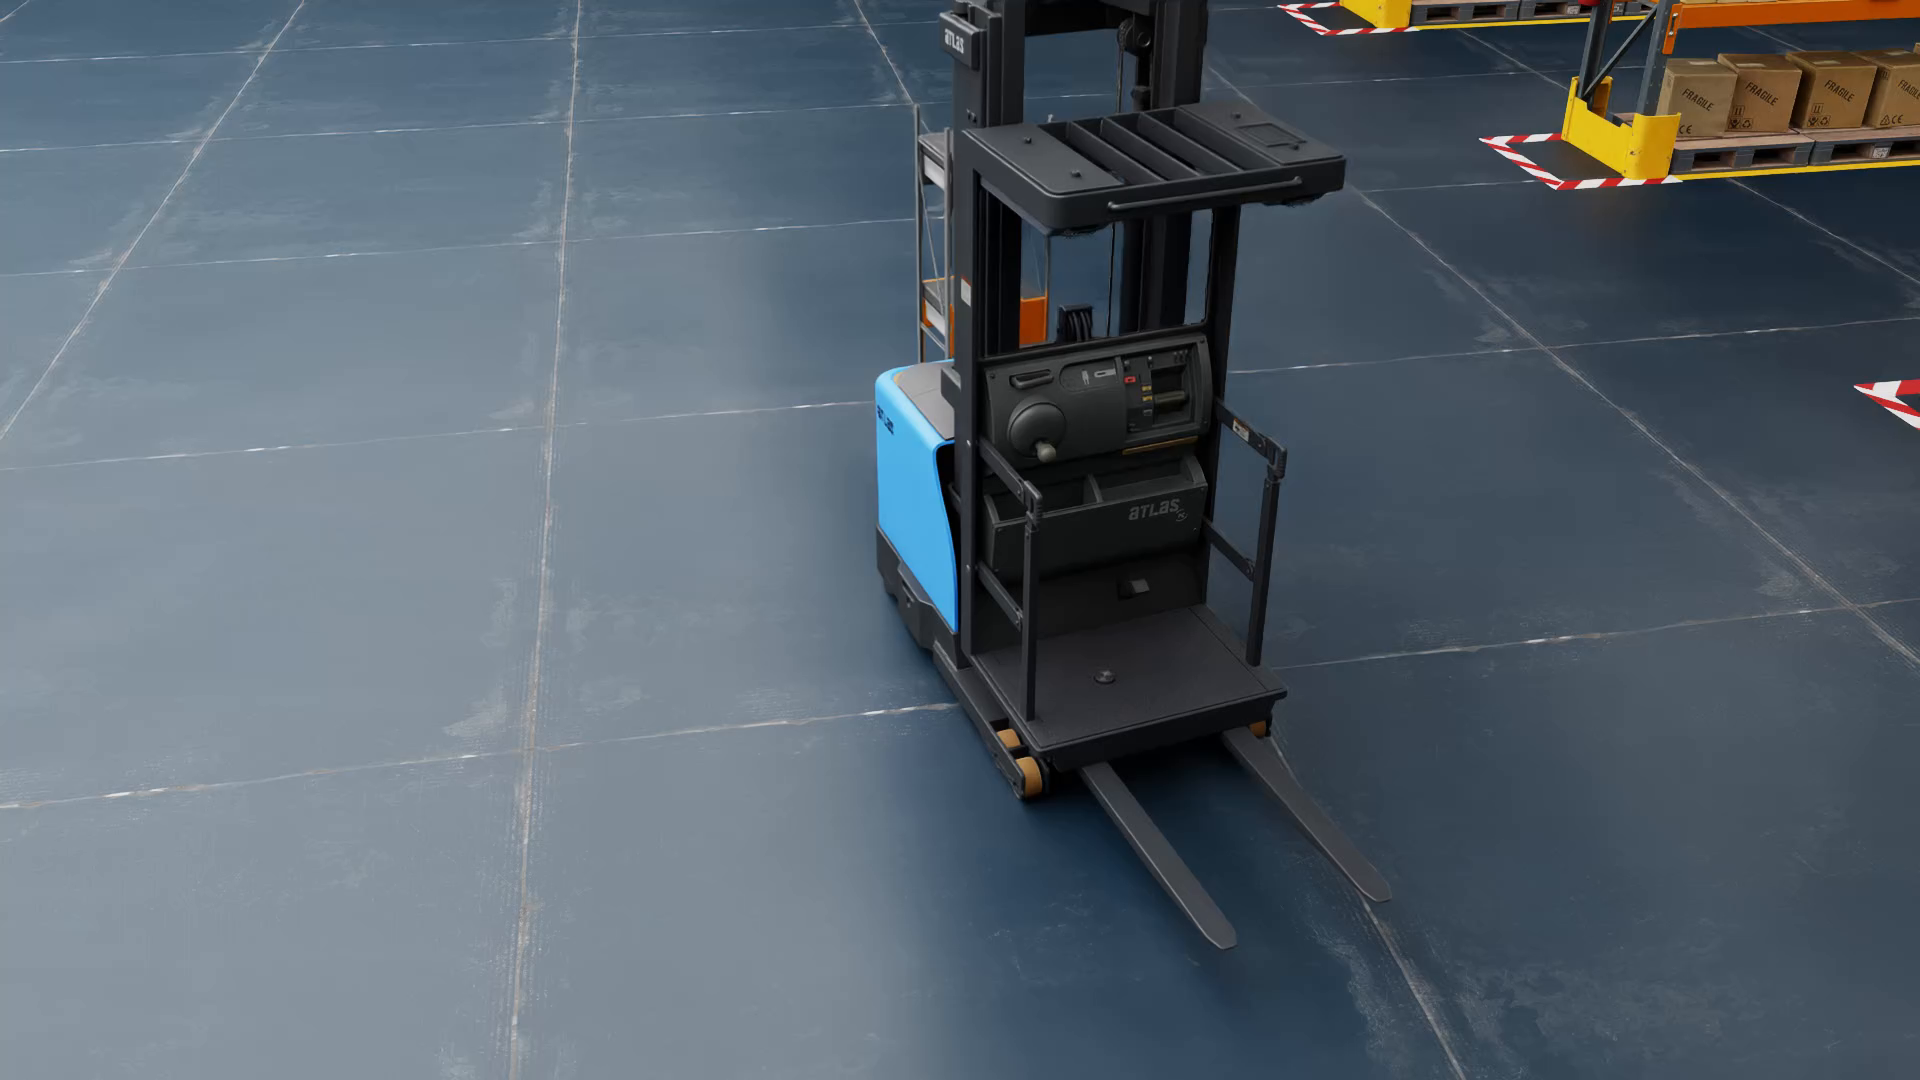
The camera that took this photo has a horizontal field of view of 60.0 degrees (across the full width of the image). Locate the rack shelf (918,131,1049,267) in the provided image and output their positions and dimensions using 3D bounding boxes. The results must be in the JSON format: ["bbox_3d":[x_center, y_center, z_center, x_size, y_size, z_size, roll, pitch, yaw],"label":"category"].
[{"bbox_3d":[0.104,-1.580,7.511,0.480,0.518,0.431,-11,32,-18],"label":"rack shelf"}]

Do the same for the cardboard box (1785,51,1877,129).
[{"bbox_3d":[7.069,-3.687,13.614,0.500,0.500,0.500,-3,31,-4],"label":"cardboard box"}]

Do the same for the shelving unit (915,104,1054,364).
[{"bbox_3d":[0.104,-0.988,7.859,0.503,2.100,0.431,-11,32,-18],"label":"shelving unit"}]

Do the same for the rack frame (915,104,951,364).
[{"bbox_3d":[-0.122,-0.943,7.782,0.015,2.100,0.400,-11,32,-18],"label":"rack frame"}]

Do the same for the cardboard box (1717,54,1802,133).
[{"bbox_3d":[6.450,-3.640,13.532,0.500,0.500,0.500,2,31,4],"label":"cardboard box"}]

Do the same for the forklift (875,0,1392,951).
[{"bbox_3d":[0.620,-0.490,6.192,1.130,2.935,3.031,-11,32,-19],"label":"forklift"}]

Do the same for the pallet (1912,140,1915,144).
[{"bbox_3d":[8.531,-3.500,13.994,1.213,0.211,1.003,-5,31,-9],"label":"pallet"}]

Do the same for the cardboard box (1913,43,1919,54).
[{"bbox_3d":[8.223,-3.812,13.825,0.500,0.500,0.500,4,31,7],"label":"cardboard box"}]

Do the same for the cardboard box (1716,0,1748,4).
[{"bbox_3d":[5.824,-4.228,12.729,0.250,0.149,0.380,-5,31,-9],"label":"cardboard box"}]

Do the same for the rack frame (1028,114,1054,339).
[{"bbox_3d":[0.331,-1.034,7.936,0.015,2.100,0.400,-11,32,-18],"label":"rack frame"}]

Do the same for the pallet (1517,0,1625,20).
[{"bbox_3d":[6.423,-5.895,18.067,1.213,0.211,1.003,-5,31,-9],"label":"pallet"}]

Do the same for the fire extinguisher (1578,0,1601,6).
[{"bbox_3d":[5.055,-4.602,13.193,0.183,0.674,0.296,-5,31,-9],"label":"fire extinguisher"}]

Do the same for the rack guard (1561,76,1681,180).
[{"bbox_3d":[5.326,-3.345,13.446,0.348,0.500,1.175,-5,31,-9],"label":"rack guard"}]

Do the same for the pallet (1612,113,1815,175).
[{"bbox_3d":[6.131,-3.277,13.615,1.213,0.211,1.003,-5,31,-9],"label":"pallet"}]

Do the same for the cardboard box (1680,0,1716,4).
[{"bbox_3d":[5.574,-4.215,12.706,0.250,0.149,0.380,-5,31,-9],"label":"cardboard box"}]

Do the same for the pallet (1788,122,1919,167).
[{"bbox_3d":[7.329,-3.387,13.802,1.213,0.211,1.003,-5,31,-9],"label":"pallet"}]

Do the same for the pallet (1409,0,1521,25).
[{"bbox_3d":[5.225,-5.785,17.881,1.213,0.211,1.003,-5,31,-9],"label":"pallet"}]

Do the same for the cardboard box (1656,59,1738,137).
[{"bbox_3d":[5.868,-3.568,13.411,0.500,0.500,0.500,0,30,0],"label":"cardboard box"}]

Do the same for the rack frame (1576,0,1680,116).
[{"bbox_3d":[5.251,-4.416,12.801,0.127,3.000,1.000,-5,31,-9],"label":"rack frame"}]

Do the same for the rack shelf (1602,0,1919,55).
[{"bbox_3d":[7.218,-4.288,13.294,4.000,0.370,1.077,-5,31,-9],"label":"rack shelf"}]

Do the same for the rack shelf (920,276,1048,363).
[{"bbox_3d":[0.104,-0.976,7.866,0.480,0.518,0.431,-11,32,-18],"label":"rack shelf"}]

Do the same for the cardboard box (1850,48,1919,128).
[{"bbox_3d":[7.626,-3.716,13.662,0.500,0.500,0.500,-8,31,-13],"label":"cardboard box"}]

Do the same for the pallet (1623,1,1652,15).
[{"bbox_3d":[7.625,-6.008,18.259,1.213,0.211,1.003,-5,31,-9],"label":"pallet"}]

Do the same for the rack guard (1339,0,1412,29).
[{"bbox_3d":[4.425,-5.838,17.686,0.348,0.500,1.175,-5,31,-9],"label":"rack guard"}]

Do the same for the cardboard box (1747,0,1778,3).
[{"bbox_3d":[6.072,-4.243,12.755,0.250,0.149,0.380,-5,31,-9],"label":"cardboard box"}]
